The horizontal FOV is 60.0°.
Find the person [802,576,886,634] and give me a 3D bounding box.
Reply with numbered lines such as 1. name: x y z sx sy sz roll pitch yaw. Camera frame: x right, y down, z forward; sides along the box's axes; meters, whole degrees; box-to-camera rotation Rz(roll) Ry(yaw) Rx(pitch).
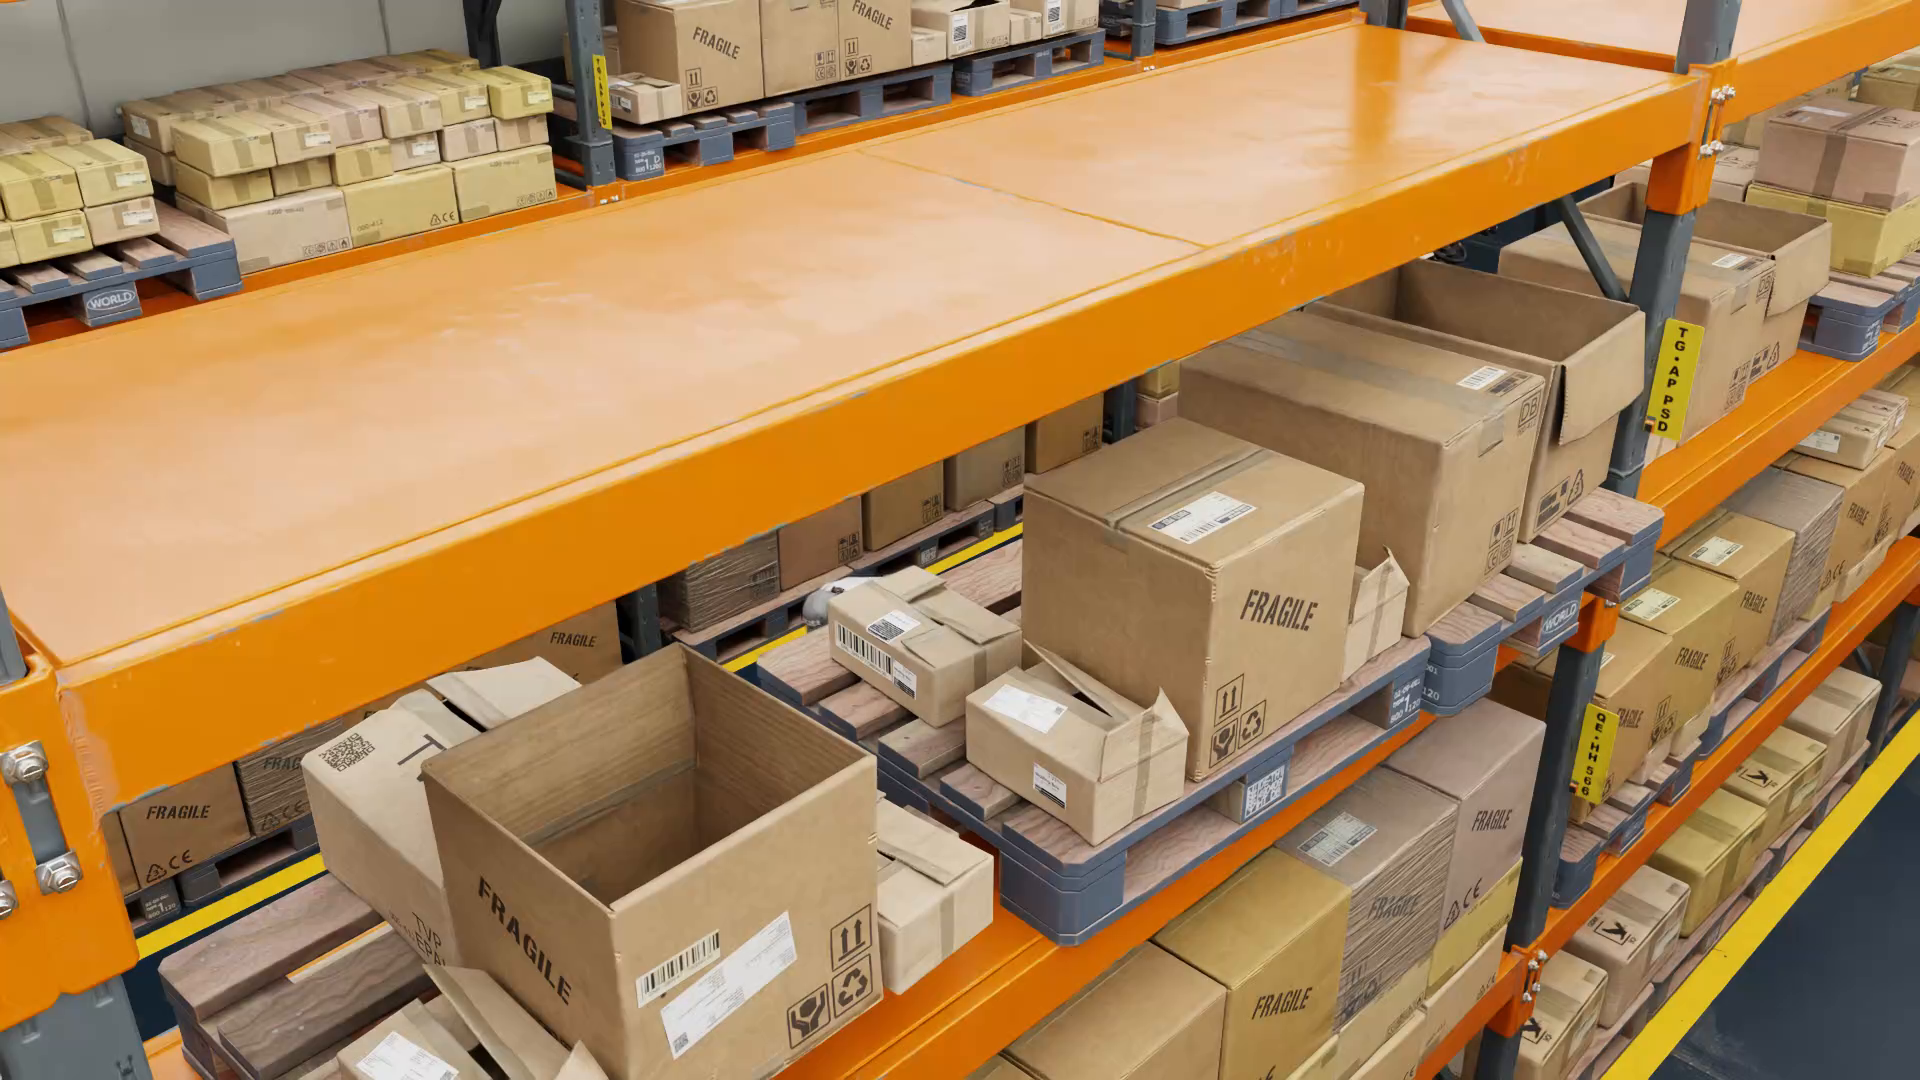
1. person: -0.496 0.540 8.701 0.524 0.908 0.858 25 37 38
